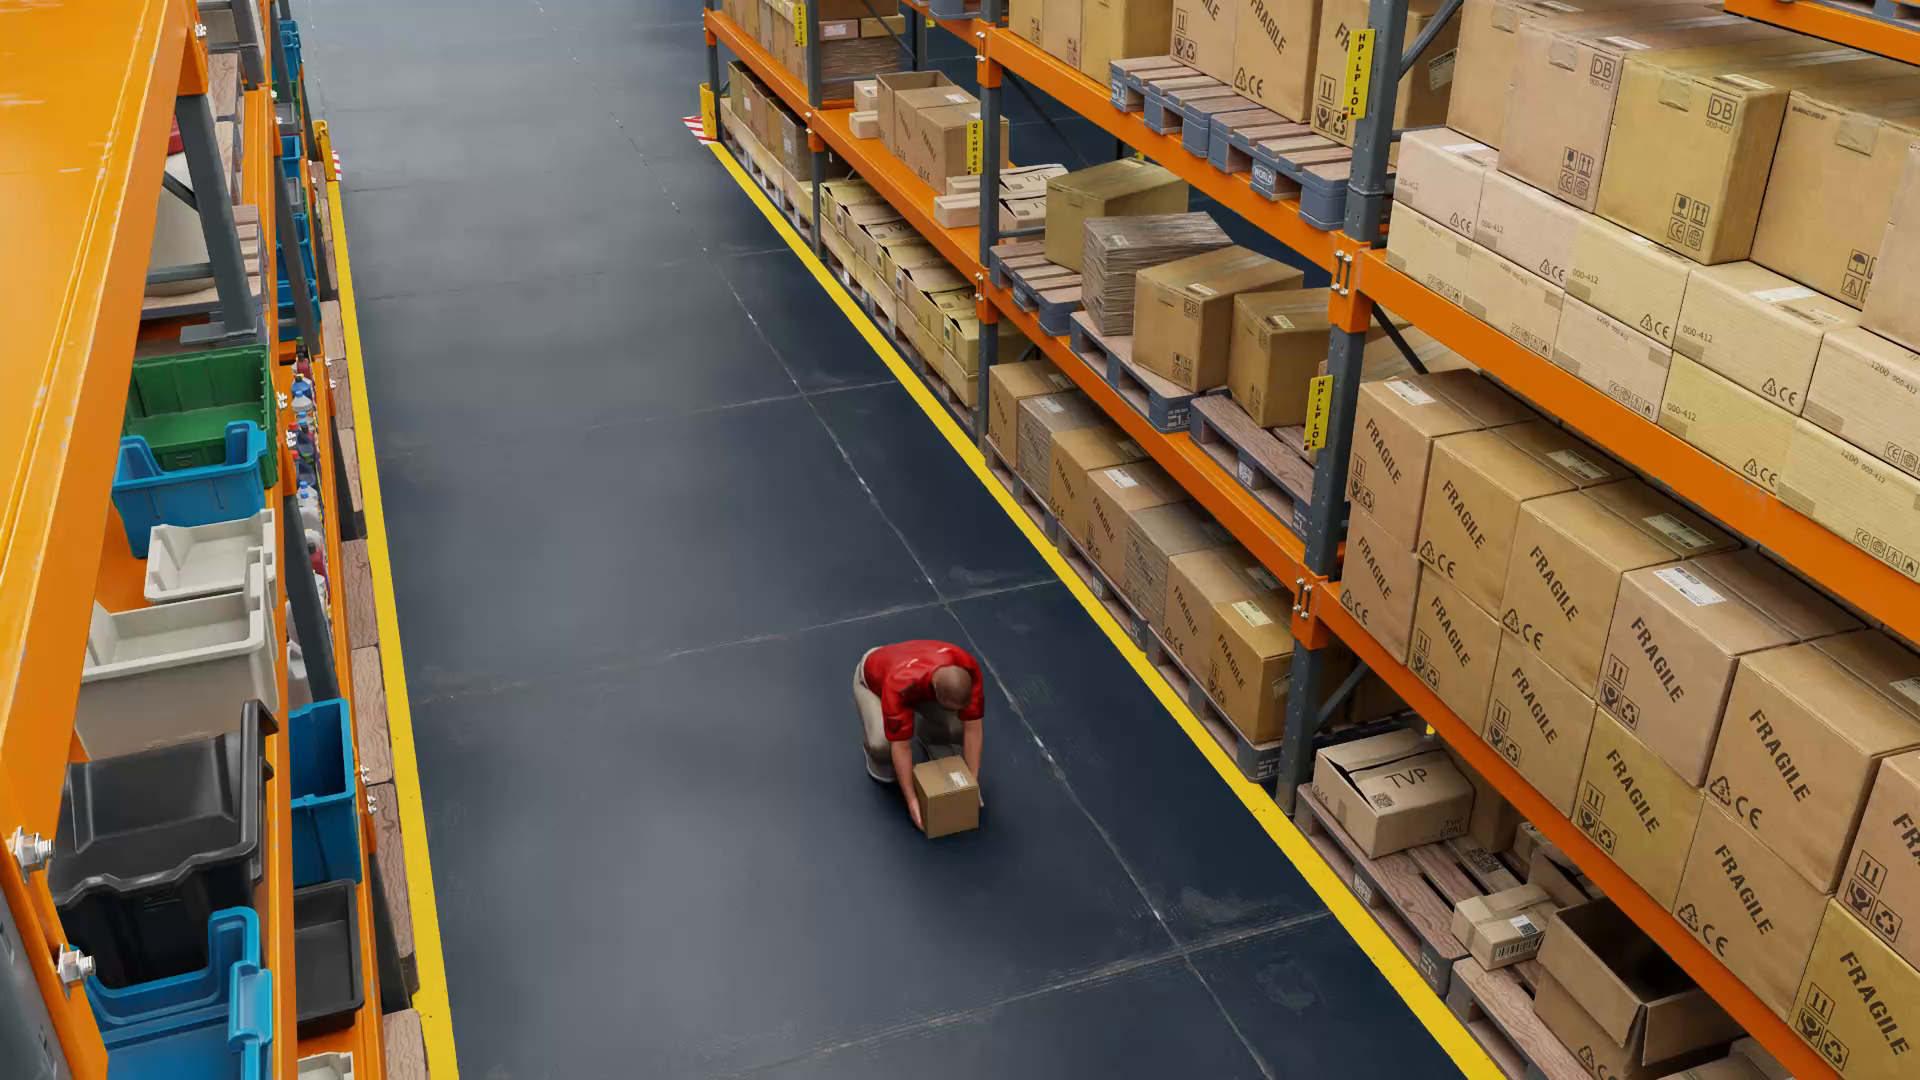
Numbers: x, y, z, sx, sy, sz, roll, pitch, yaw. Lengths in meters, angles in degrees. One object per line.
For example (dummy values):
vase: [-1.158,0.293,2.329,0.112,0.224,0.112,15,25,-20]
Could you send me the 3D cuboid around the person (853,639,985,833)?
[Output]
person: [-0.197,0.801,7.895,0.554,0.856,0.866,-10,31,-18]
